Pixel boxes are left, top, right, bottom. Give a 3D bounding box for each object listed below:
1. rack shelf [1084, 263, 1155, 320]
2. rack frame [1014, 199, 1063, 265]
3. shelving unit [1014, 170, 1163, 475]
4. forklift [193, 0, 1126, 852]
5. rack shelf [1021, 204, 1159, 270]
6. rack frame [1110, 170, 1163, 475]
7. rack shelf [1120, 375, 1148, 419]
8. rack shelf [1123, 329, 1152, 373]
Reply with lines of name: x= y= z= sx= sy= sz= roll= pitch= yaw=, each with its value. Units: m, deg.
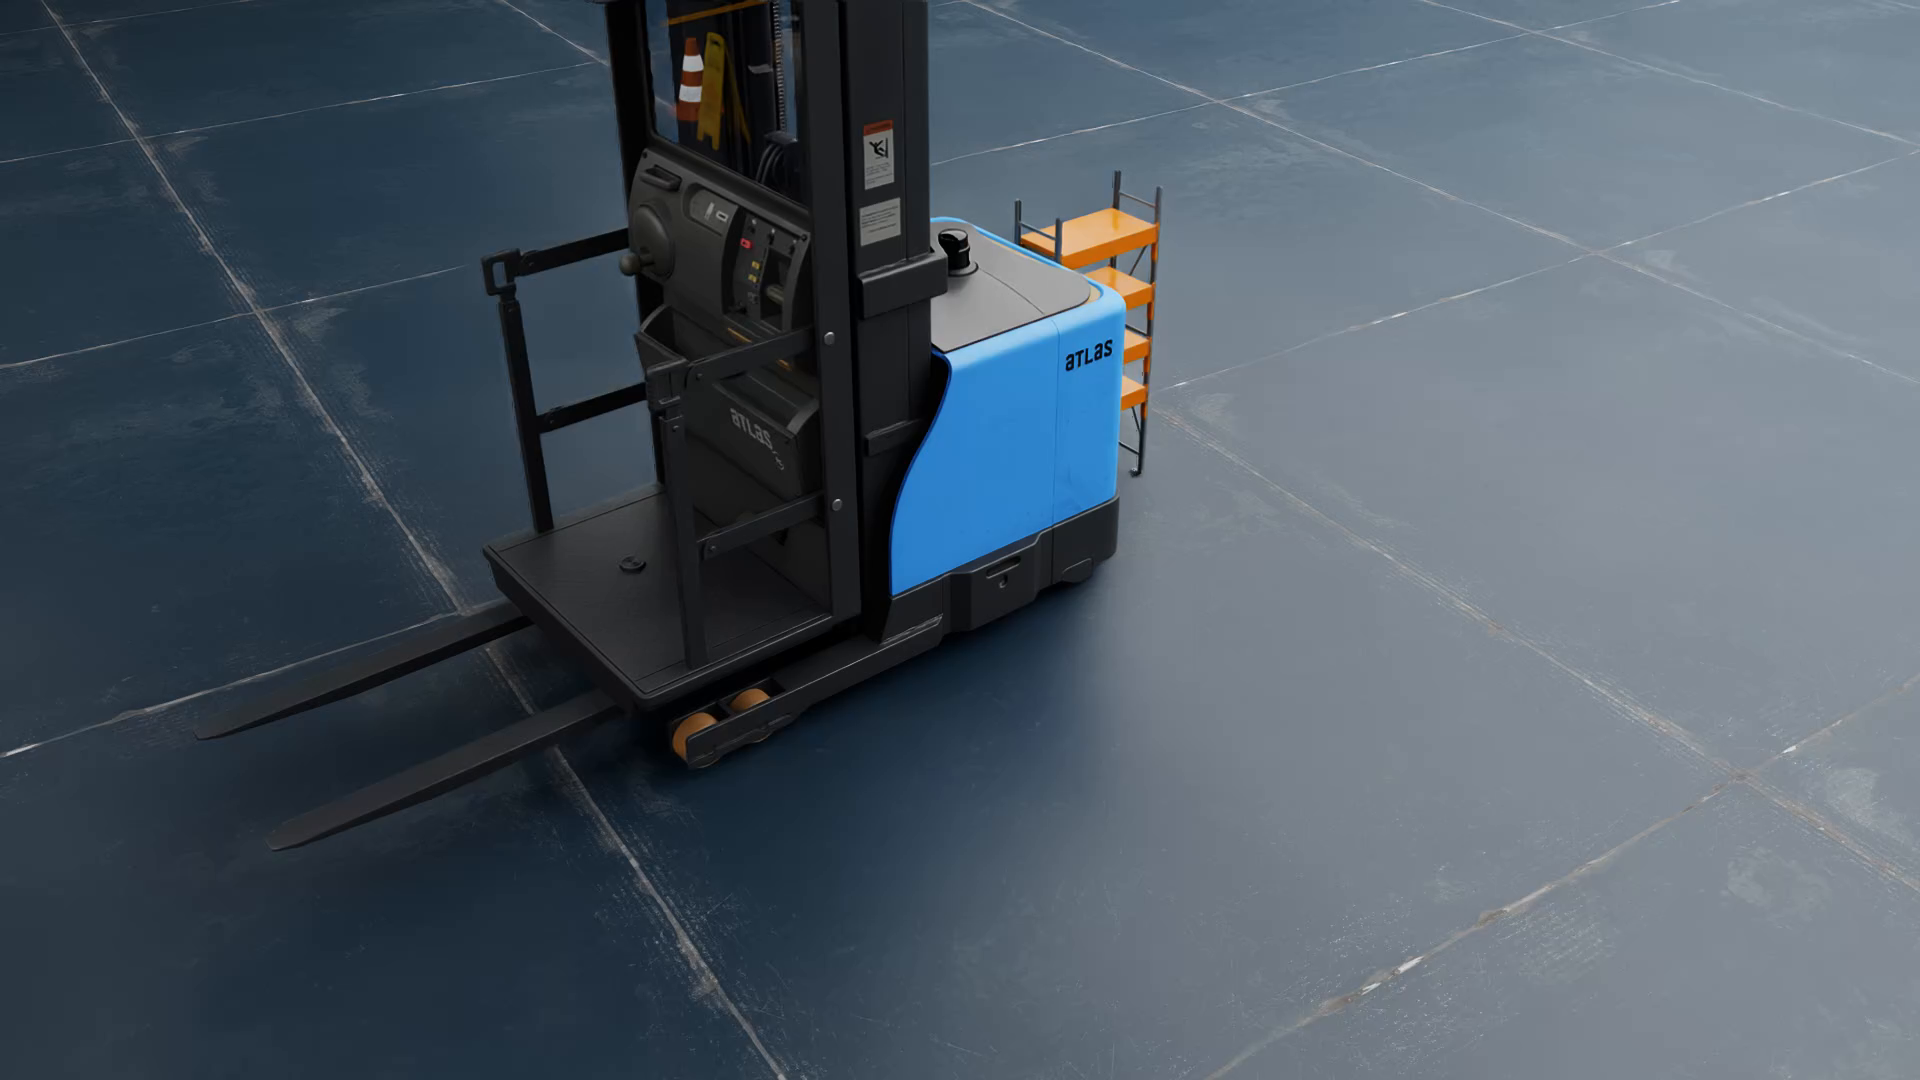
rack shelf: x=0.466 y=-0.869 z=6.211 sx=0.480 sy=0.148 sz=0.258 roll=-23 pitch=39 yaw=-32
rack frame: x=0.276 y=-0.655 z=6.164 sx=0.015 sy=1.200 sz=0.240 roll=-23 pitch=39 yaw=-32
shelving unit: x=0.466 y=-0.737 z=6.294 sx=0.503 sy=1.200 sz=0.258 roll=-23 pitch=39 yaw=-32
forklift: x=-0.893 y=-0.855 z=4.859 sx=3.031 sy=2.935 sz=1.130 roll=-23 pitch=39 yaw=-32
rack shelf: x=0.466 y=-1.070 z=6.084 sx=0.480 sy=0.148 sz=0.258 roll=-23 pitch=39 yaw=-32
rack frame: x=0.656 y=-0.819 z=6.424 sx=0.015 sy=1.200 sz=0.240 roll=-23 pitch=39 yaw=-32
rack shelf: x=0.466 y=-0.512 z=6.436 sx=0.480 sy=0.148 sz=0.258 roll=-23 pitch=39 yaw=-32
rack shelf: x=0.466 y=-0.680 z=6.330 sx=0.480 sy=0.148 sz=0.258 roll=-23 pitch=39 yaw=-32
